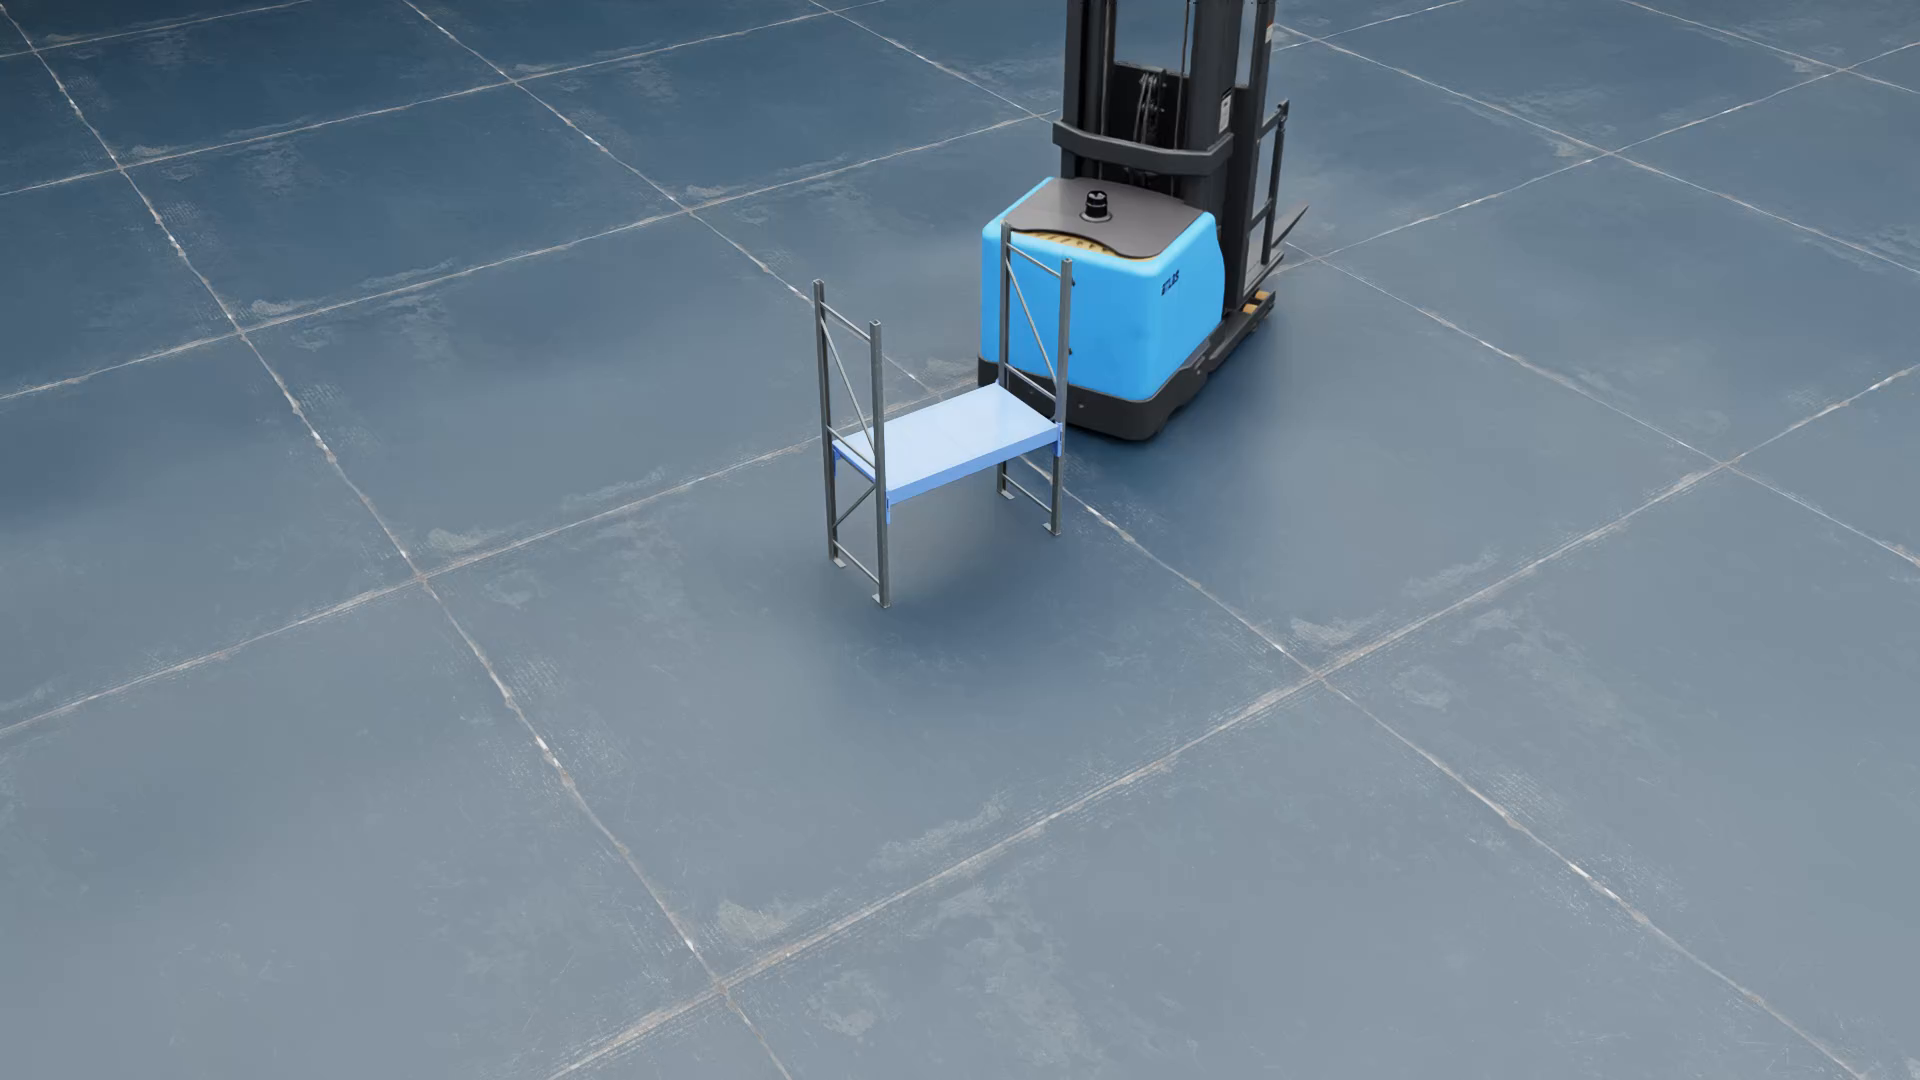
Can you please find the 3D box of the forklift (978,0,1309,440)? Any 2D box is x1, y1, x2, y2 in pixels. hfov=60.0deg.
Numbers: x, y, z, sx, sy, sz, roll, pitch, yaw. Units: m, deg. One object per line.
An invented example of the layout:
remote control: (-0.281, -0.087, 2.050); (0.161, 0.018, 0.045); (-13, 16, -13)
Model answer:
forklift: (1.262, -2.560, 9.299); (1.130, 2.935, 3.031); (18, 40, 24)

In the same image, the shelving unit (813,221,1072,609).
shelving unit: (-0.070, -0.580, 7.772); (1.048, 1.500, 0.538); (-22, 41, -28)

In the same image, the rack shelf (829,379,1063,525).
rack shelf: (-0.070, -0.434, 7.877); (1.000, 0.185, 0.538); (-22, 41, -28)

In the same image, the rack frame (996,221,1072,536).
rack frame: (0.346, -0.751, 8.010); (0.032, 1.500, 0.500); (-22, 41, -28)

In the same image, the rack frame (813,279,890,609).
rack frame: (-0.485, -0.409, 7.534); (0.032, 1.500, 0.500); (-22, 41, -28)
